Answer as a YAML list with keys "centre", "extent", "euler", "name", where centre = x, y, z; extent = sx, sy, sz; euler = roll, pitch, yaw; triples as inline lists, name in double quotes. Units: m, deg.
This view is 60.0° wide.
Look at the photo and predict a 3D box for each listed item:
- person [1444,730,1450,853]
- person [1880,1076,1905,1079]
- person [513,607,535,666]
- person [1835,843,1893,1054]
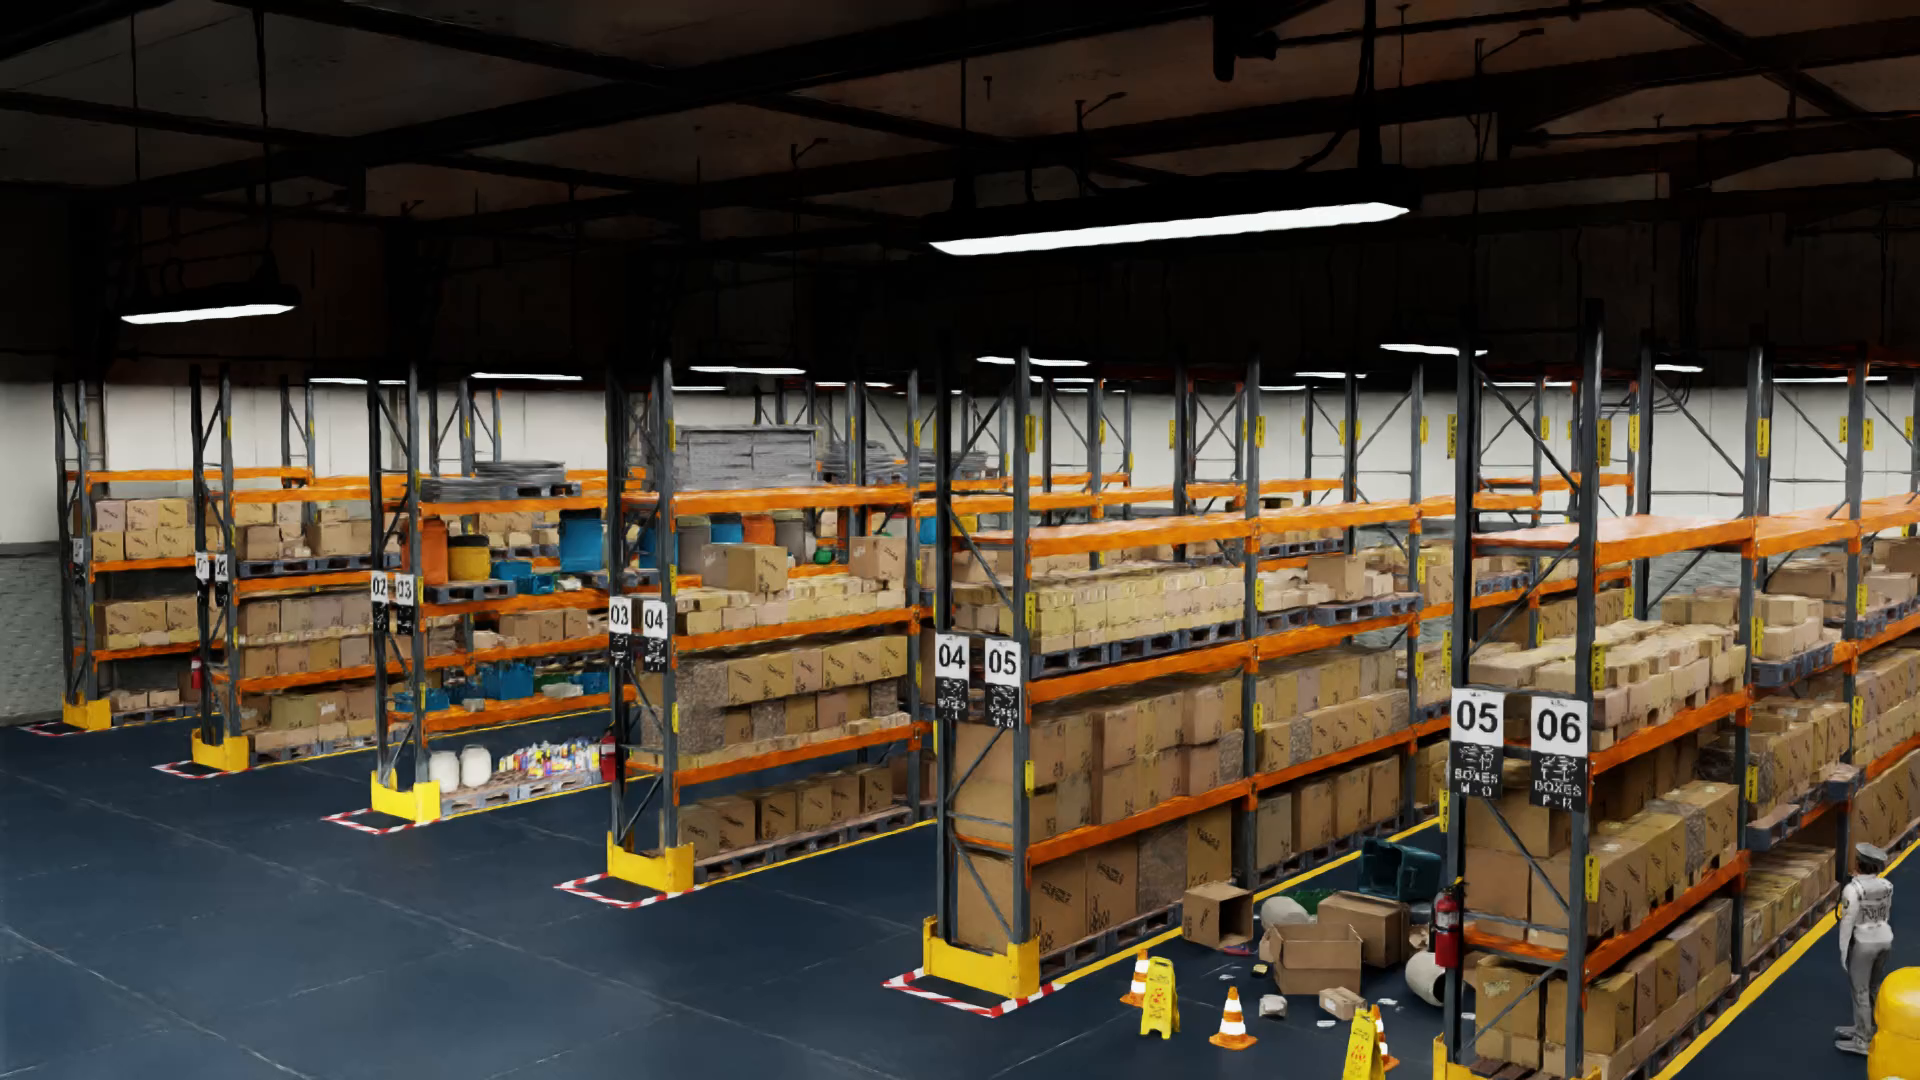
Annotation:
- centre: [6.000, 2.850, 19.756]
  extent: [0.476, 1.759, 0.593]
  euler: [1, 4, 9]
  name: "person"
- centre: [4.921, 3.670, 8.604]
  extent: [0.538, 1.767, 0.631]
  euler: [1, 4, 14]
  name: "person"
- centre: [-8.083, 2.058, 30.919]
  extent: [0.449, 1.737, 0.595]
  euler: [1, 4, 8]
  name: "person"
- centre: [7.397, 3.337, 13.668]
  extent: [0.513, 1.664, 0.462]
  euler: [-1, 4, -19]
  name: "person"
